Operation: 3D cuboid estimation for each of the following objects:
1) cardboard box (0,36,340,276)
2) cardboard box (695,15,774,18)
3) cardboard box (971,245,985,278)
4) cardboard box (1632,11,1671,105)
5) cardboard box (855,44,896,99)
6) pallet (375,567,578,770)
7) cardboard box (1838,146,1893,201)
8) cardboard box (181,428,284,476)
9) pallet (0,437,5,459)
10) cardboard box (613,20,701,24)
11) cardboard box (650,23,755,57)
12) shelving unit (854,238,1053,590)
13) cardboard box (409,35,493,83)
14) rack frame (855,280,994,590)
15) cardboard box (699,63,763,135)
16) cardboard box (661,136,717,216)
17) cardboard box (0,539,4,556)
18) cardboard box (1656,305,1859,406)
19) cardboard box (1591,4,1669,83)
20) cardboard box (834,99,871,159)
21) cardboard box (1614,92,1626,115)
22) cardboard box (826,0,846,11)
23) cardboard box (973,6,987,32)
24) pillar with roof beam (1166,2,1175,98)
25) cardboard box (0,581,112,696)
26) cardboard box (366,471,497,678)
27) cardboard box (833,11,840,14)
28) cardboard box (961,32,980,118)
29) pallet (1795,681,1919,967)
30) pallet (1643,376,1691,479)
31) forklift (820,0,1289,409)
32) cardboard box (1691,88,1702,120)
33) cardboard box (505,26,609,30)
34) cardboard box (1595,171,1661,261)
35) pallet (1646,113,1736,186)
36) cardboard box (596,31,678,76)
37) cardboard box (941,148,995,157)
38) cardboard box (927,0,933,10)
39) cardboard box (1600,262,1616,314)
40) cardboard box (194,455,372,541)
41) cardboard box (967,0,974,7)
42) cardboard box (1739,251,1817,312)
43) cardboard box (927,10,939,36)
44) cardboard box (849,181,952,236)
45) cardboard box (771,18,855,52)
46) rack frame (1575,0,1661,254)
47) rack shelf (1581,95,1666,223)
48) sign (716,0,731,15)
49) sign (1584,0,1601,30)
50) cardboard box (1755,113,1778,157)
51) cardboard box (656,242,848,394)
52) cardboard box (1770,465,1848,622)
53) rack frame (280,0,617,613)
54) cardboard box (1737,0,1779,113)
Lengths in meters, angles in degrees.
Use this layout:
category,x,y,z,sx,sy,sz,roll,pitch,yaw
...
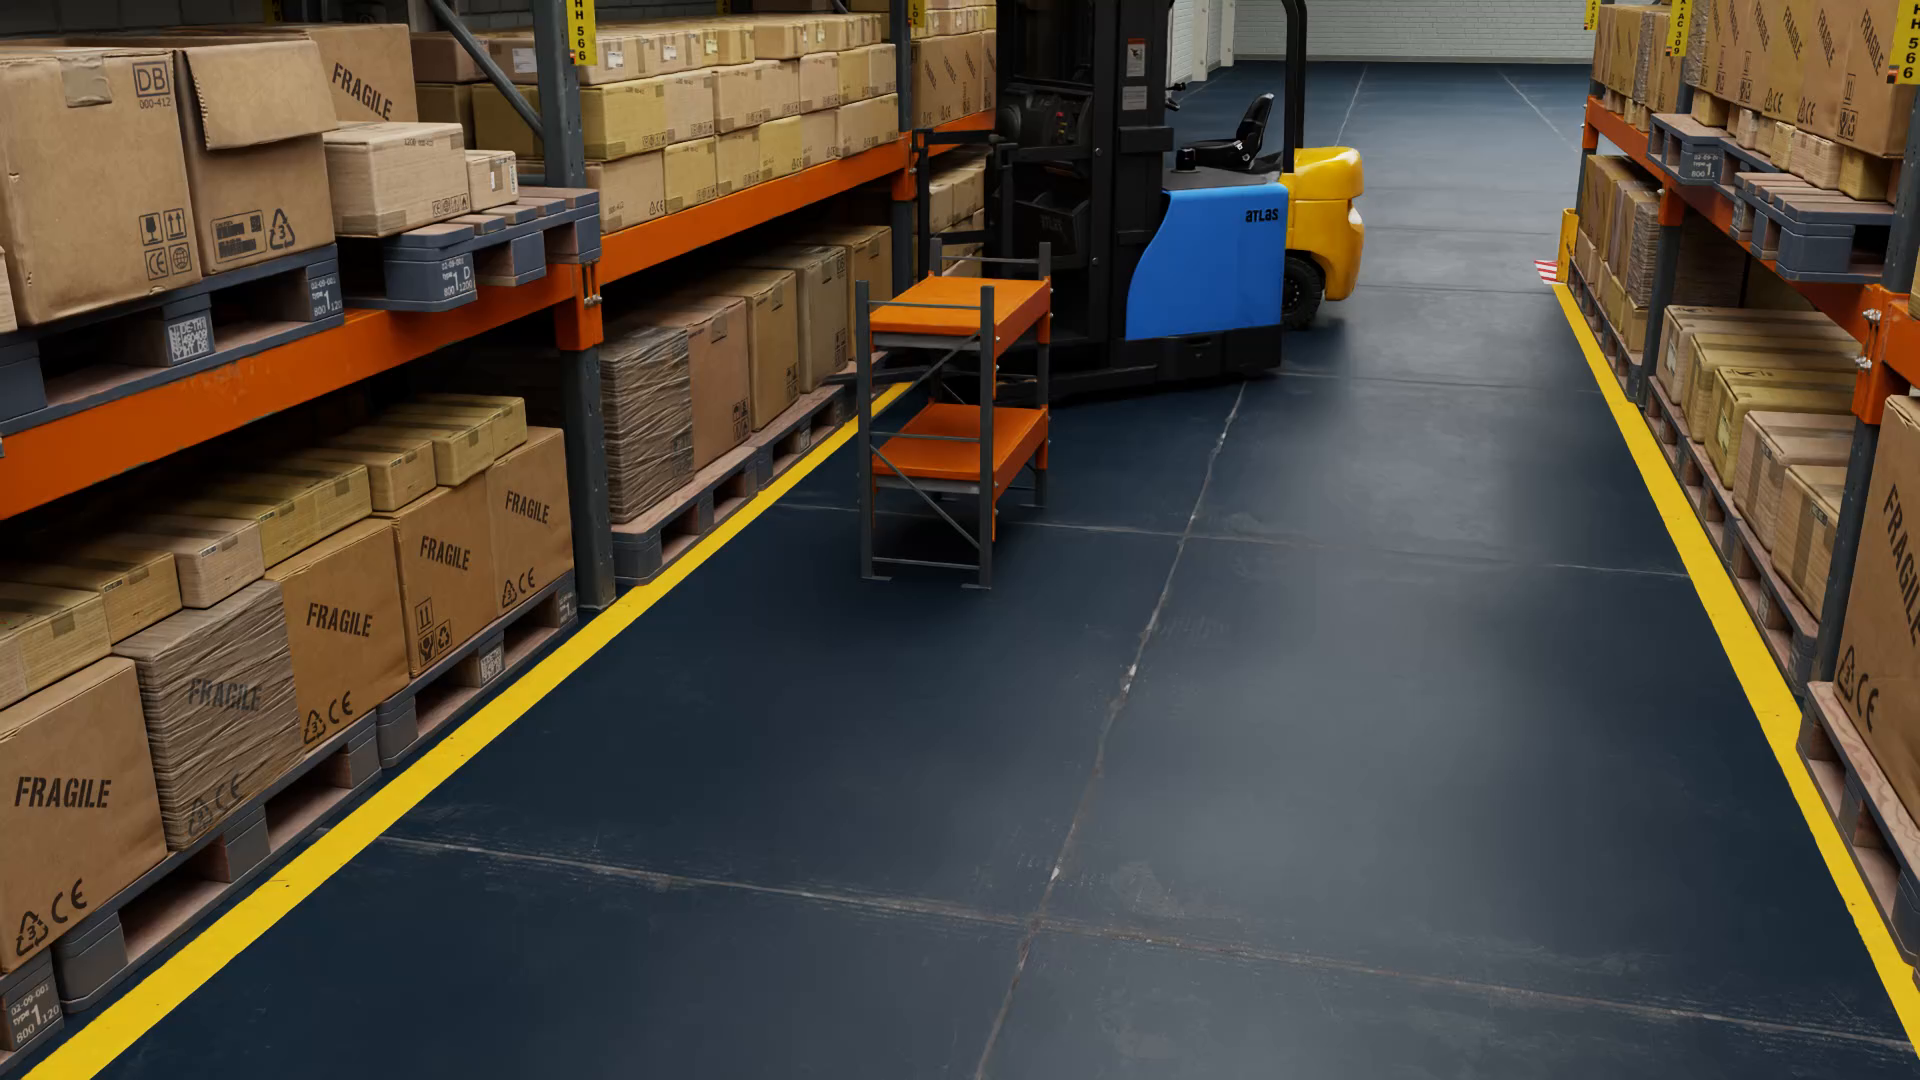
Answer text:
category,x,y,z,sx,sy,sz,roll,pitch,yaw
cardboard box,-1.965,-0.939,3.988,0.797,0.503,0.637,4,19,12
cardboard box,-1.179,-2.653,8.656,0.380,0.149,0.250,4,19,12
cardboard box,-0.110,-1.817,10.972,0.500,0.250,0.500,5,19,14
cardboard box,4.155,-2.753,9.491,0.500,0.500,0.500,5,20,15
cardboard box,-0.640,-2.463,8.717,0.500,0.250,0.500,4,19,12
pallet,-1.965,0.333,5.387,1.003,0.211,1.213,5,19,13
cardboard box,2.916,-1.118,5.059,0.380,0.149,0.250,5,19,14
cardboard box,-2.249,-0.237,4.953,0.380,0.149,0.250,5,19,14
pallet,-2.422,-0.115,2.681,1.003,0.211,1.213,5,19,13
cardboard box,-1.425,-2.337,7.732,0.380,0.149,0.250,5,19,13
cardboard box,-1.107,-2.143,7.164,0.380,0.149,0.250,5,19,13
shelving unit,-0.002,-0.530,6.500,0.538,1.125,1.048,5,19,13
cardboard box,-1.862,-1.690,5.837,0.380,0.149,0.250,5,20,15
rack frame,-0.126,-0.371,6.033,0.500,1.125,0.032,5,19,13
cardboard box,-1.131,-1.823,6.842,0.500,0.250,0.500,4,19,12
cardboard box,-1.273,-1.424,6.448,0.500,0.250,0.500,4,19,12
cardboard box,-2.547,0.089,4.001,0.380,0.149,0.250,4,19,11
cardboard box,3.920,-0.872,8.014,0.950,0.372,0.625,5,19,14
cardboard box,4.638,-3.396,11.375,0.500,0.500,0.500,4,19,13
cardboard box,-0.755,-2.064,8.322,0.500,0.250,0.500,5,19,13
cardboard box,4.411,-2.809,10.659,0.380,0.149,0.250,5,20,15
cardboard box,-0.882,-3.166,9.698,0.380,0.149,0.250,4,19,12
cardboard box,-0.038,-3.388,10.808,0.380,0.149,0.250,4,19,12
pillar with roof beam,7.737,-11.719,27.076,9.100,9.000,0.400,5,19,13
cardboard box,-2.119,0.207,3.654,0.380,0.149,0.250,5,20,15
cardboard box,-1.773,0.072,5.054,0.500,0.500,0.500,4,19,13
cardboard box,-0.911,-3.028,9.755,0.380,0.149,0.250,4,19,12
cardboard box,-0.173,-2.961,10.561,0.500,0.500,0.500,4,19,13
pallet,2.803,0.734,4.213,1.003,0.211,1.213,5,19,13
pallet,3.857,-0.517,7.875,1.003,0.211,1.213,5,19,13
forklift,0.252,-2.235,8.696,3.031,2.935,1.130,-9,21,-24
cardboard box,3.604,-2.012,7.678,0.380,0.149,0.250,5,19,14
cardboard box,-1.653,-2.016,6.790,0.380,0.149,0.250,5,19,13
cardboard box,4.299,-2.028,10.428,0.500,0.500,0.500,5,19,14
pallet,3.718,-1.762,7.503,1.003,0.211,1.213,5,19,13
cardboard box,-1.280,-1.815,6.203,0.380,0.149,0.250,5,20,15
cardboard box,0.166,-2.608,11.739,0.500,0.250,0.500,5,19,14
cardboard box,-0.373,-3.213,9.835,0.380,0.149,0.250,4,19,12
cardboard box,4.179,-1.512,10.077,0.500,0.250,0.500,5,19,14
cardboard box,-1.873,-0.120,4.612,0.380,0.149,0.250,5,20,15
cardboard box,-0.121,-3.533,10.772,0.380,0.149,0.250,5,19,14
cardboard box,4.452,-1.497,8.874,0.500,0.500,0.500,6,20,16
cardboard box,-0.337,-3.070,9.878,0.380,0.149,0.250,5,19,13
cardboard box,-0.346,-1.969,9.870,0.500,0.250,0.500,4,19,13
cardboard box,-0.729,-2.454,8.072,0.380,0.149,0.250,4,19,12
rack frame,5.023,-3.335,11.810,1.000,3.000,0.127,5,19,13
rack shelf,4.534,-2.367,10.091,1.077,0.370,4.000,5,19,13
sign,-1.307,-2.962,9.258,0.100,0.325,0.005,5,19,13
sign,4.497,-3.787,11.795,0.100,0.325,0.005,5,19,13
cardboard box,3.222,-1.520,6.237,0.380,0.149,0.250,4,19,12
cardboard box,-1.082,-1.140,8.408,0.875,0.625,0.625,4,19,13
cardboard box,3.216,0.041,5.342,0.950,0.372,0.625,3,19,10
rack frame,-1.746,-1.218,5.613,1.000,3.000,0.127,5,19,13
cardboard box,3.282,-1.871,6.259,0.500,0.500,0.500,4,19,11
